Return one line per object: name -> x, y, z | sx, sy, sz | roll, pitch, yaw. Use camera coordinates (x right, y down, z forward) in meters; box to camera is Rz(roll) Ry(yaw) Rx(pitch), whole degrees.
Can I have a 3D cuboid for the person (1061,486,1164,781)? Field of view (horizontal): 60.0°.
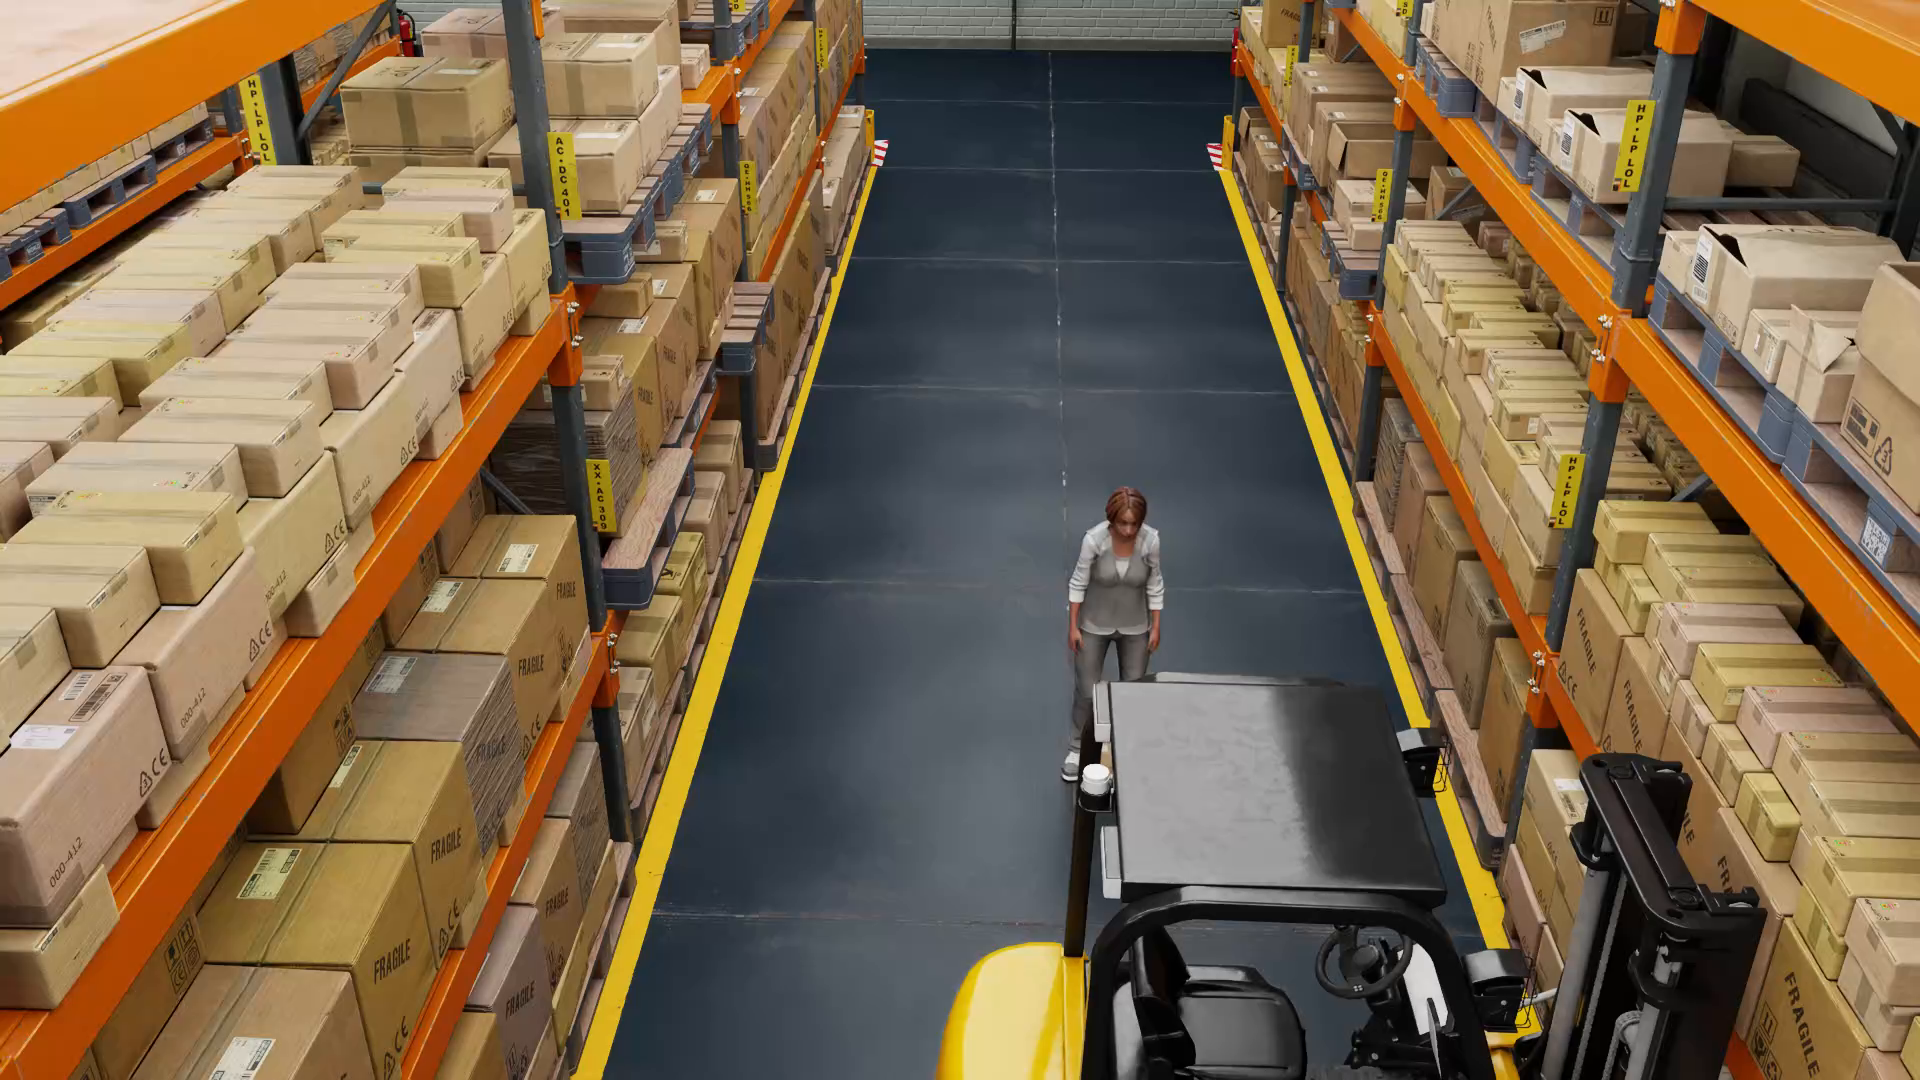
person -> 0.744, 0.439, 8.038 | 0.472, 1.590, 0.347 | 0, 28, -1
